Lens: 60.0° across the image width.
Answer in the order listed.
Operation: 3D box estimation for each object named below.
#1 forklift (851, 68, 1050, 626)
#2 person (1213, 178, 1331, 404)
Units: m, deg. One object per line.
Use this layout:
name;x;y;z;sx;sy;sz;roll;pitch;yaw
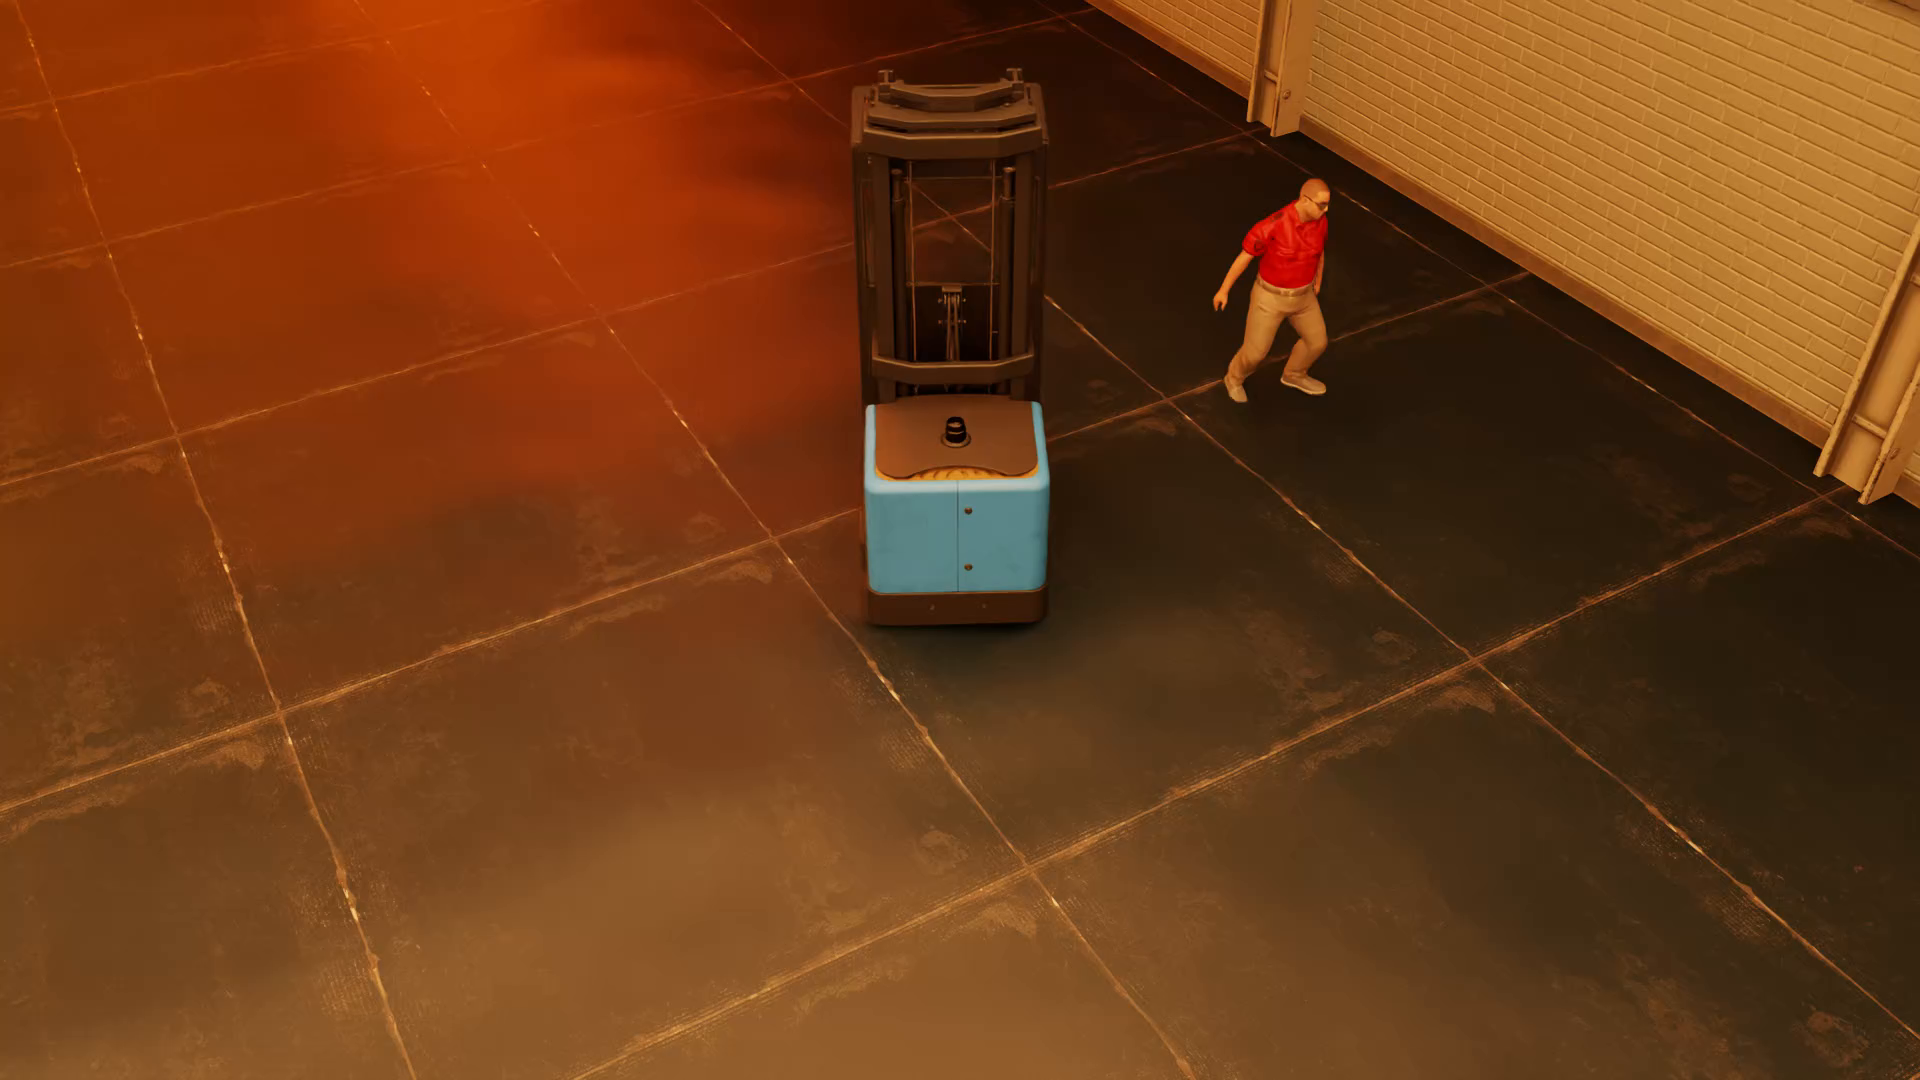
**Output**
forklift;-0.064;-1.551;9.906;1.130;2.935;3.031;-1;40;-2
person;2.095;-1.634;11.041;0.874;1.716;0.476;-13;41;-15
